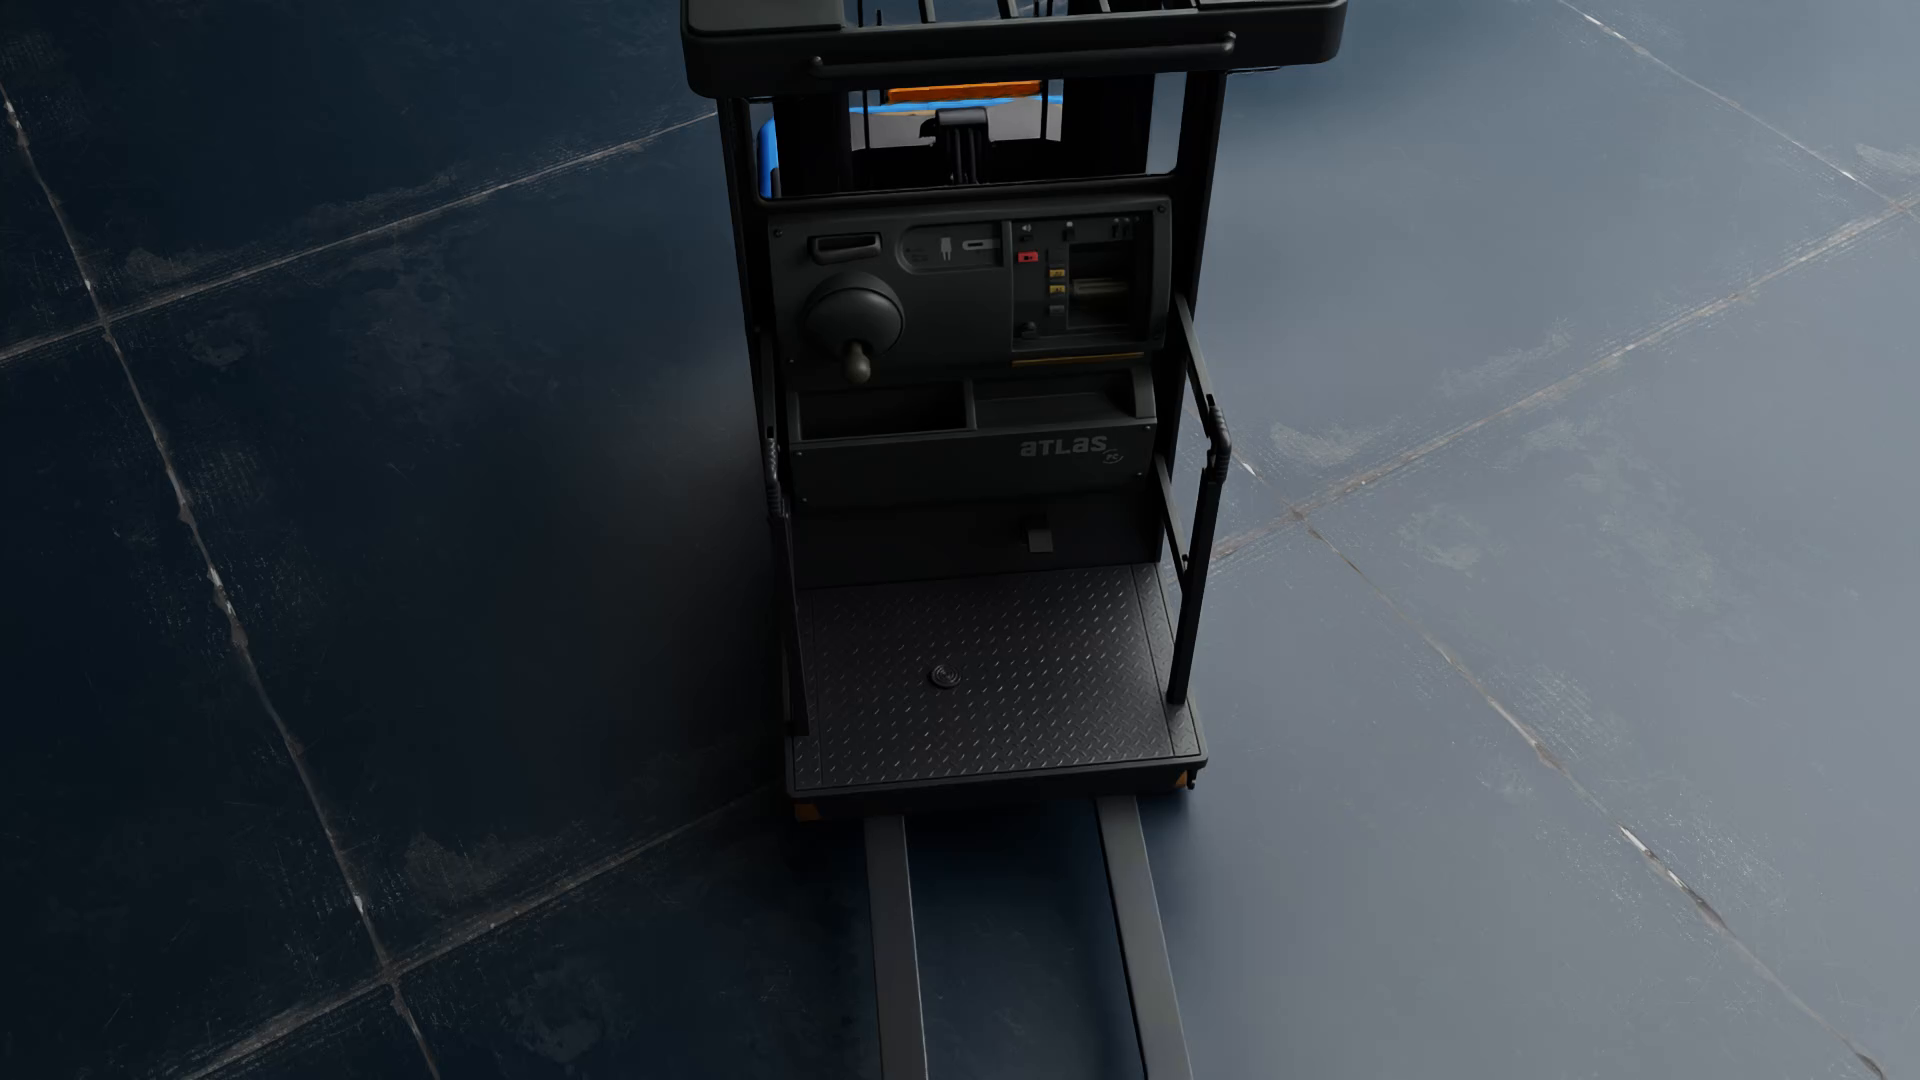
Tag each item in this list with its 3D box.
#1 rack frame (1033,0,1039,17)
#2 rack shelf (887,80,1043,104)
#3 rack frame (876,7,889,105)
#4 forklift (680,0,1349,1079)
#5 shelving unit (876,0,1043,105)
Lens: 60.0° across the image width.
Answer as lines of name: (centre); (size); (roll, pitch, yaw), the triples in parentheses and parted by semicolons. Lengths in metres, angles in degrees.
rack frame: (0.248, -1.179, 5.493); (0.015, 1.200, 0.240); (-5, 47, -4)
rack shelf: (0.005, -1.426, 5.187); (0.480, 0.148, 0.258); (-5, 47, -4)
rack frame: (-0.237, -1.140, 5.459); (0.015, 1.200, 0.240); (-5, 47, -4)
forklift: (0.053, -0.483, 3.717); (1.130, 2.935, 3.031); (-4, 48, -4)
shelving unit: (0.005, -1.159, 5.476); (0.503, 1.200, 0.258); (-5, 47, -4)
